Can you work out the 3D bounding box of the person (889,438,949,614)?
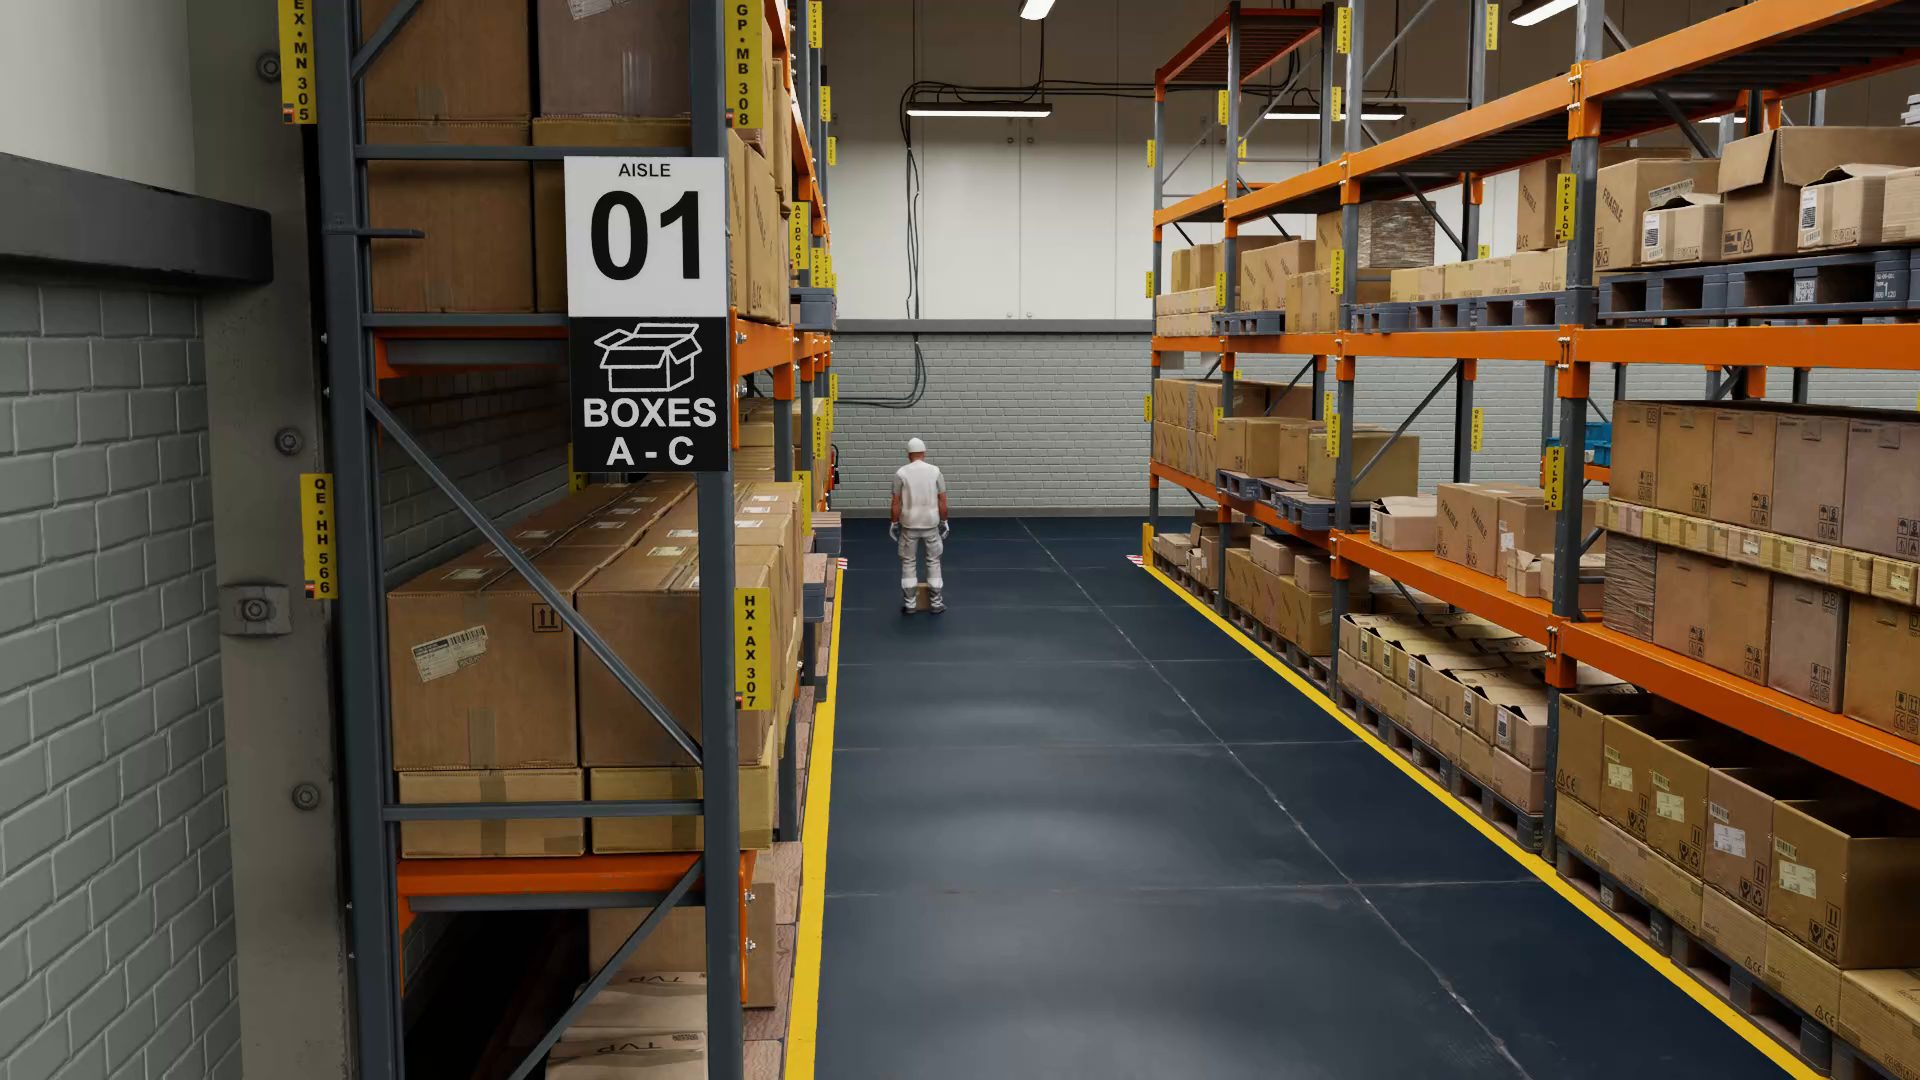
[{"bbox_3d":[-0.414,-0.144,16.898,0.610,1.777,0.452,-1,7,-7],"label":"person"}]
